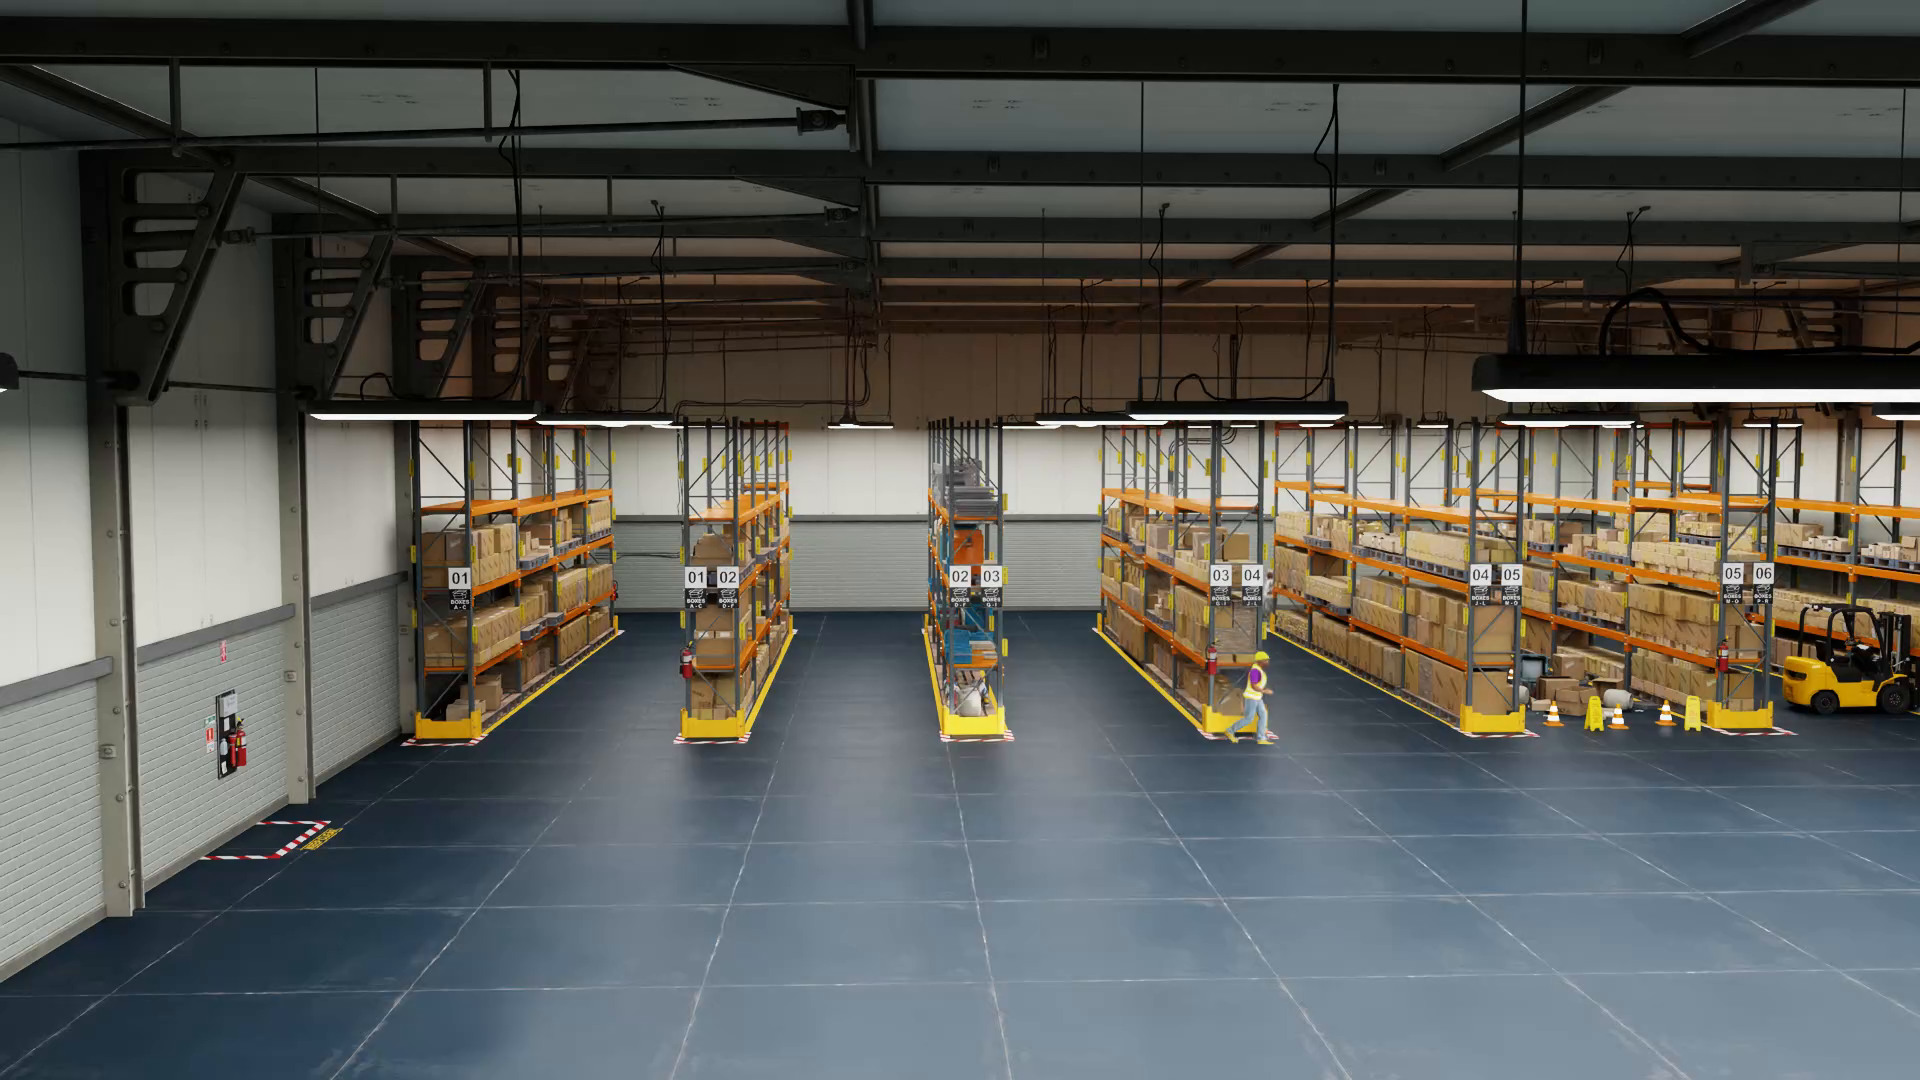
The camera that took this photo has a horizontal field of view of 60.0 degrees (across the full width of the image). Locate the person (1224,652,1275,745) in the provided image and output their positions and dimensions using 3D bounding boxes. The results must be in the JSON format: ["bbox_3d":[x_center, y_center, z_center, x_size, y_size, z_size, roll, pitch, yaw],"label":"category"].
[{"bbox_3d":[5.277,2.884,30.290,0.907,1.730,0.703,1,4,19],"label":"person"}]

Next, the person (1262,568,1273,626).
[{"bbox_3d":[9.022,1.677,48.733,0.623,1.742,0.721,-1,4,-17],"label":"person"}]
